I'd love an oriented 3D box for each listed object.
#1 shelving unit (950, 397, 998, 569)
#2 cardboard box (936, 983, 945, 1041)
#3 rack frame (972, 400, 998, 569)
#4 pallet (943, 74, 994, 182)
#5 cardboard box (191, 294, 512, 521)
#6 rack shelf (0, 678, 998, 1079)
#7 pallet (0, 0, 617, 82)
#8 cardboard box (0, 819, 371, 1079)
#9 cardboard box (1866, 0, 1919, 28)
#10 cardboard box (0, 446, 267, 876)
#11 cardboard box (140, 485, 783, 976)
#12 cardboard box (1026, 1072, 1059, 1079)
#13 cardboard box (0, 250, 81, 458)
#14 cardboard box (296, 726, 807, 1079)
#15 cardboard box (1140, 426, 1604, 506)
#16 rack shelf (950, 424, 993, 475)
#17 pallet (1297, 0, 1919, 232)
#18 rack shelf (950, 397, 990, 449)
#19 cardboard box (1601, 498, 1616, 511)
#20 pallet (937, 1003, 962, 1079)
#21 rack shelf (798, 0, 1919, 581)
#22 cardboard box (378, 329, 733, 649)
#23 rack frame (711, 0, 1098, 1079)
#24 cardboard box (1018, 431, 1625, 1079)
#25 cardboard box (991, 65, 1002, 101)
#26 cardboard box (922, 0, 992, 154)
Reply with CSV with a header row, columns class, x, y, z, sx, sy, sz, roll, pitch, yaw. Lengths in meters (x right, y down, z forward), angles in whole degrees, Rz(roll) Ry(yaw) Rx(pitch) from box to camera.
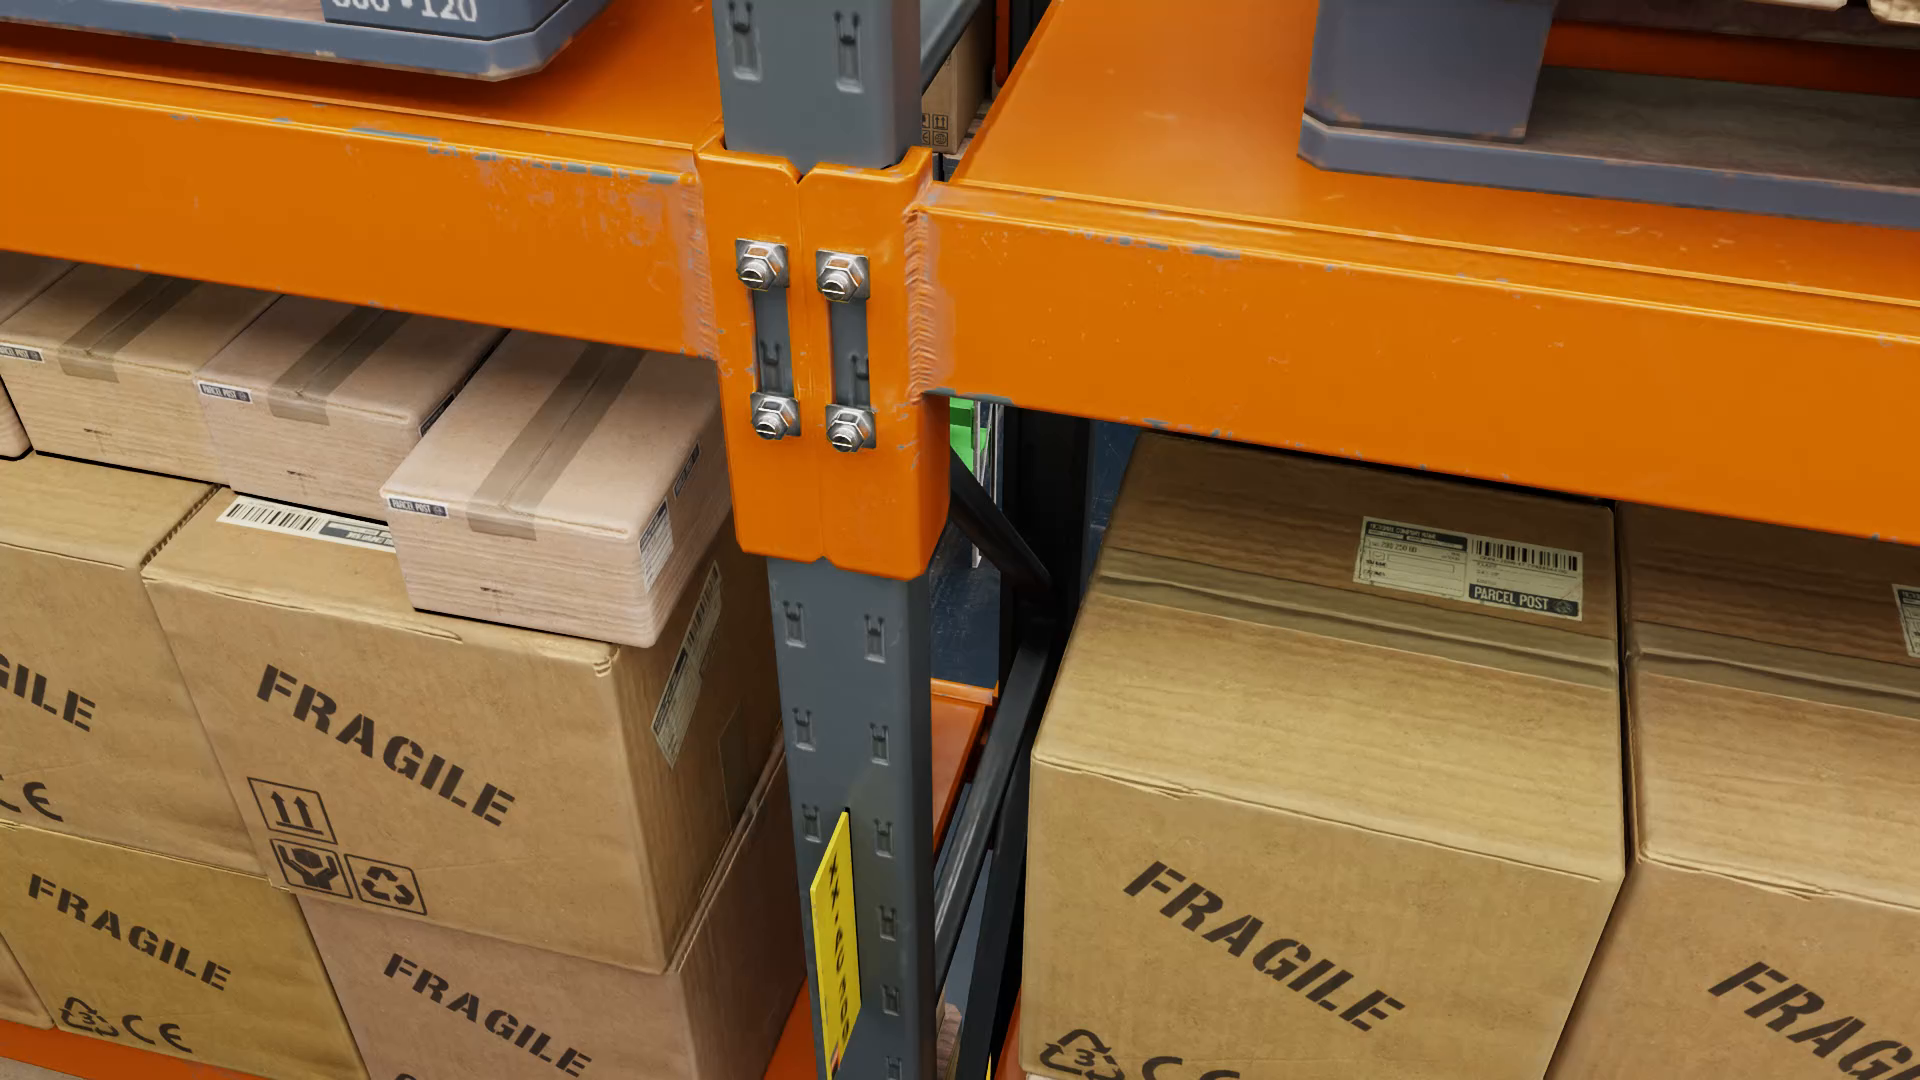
class,x,y,z,sx,sy,sz,roll,pitch,yaw
shelving unit,-0.160,-0.487,4.897,0.503,1.200,0.258,10,41,11
cardboard box,-0.561,1.084,3.292,0.875,0.438,0.875,9,41,11
rack frame,0.076,-0.446,4.849,0.015,1.200,0.240,10,41,11
pallet,0.634,-1.696,7.106,1.213,0.211,1.003,10,41,11
cardboard box,-0.589,-0.199,1.795,0.250,0.149,0.380,11,41,12
rack shelf,-1.914,0.378,3.027,4.000,0.370,1.077,10,41,11
pallet,-0.770,-0.822,1.633,1.213,0.211,1.003,10,41,11
cardboard box,-0.995,0.396,2.368,0.500,0.500,0.500,9,41,10
cardboard box,0.794,-0.586,0.879,0.500,0.500,0.500,9,41,11
cardboard box,-0.997,0.018,2.041,0.500,0.500,0.500,9,41,11
cardboard box,-0.509,0.107,1.935,0.500,0.500,0.500,9,41,11
cardboard box,0.370,0.549,1.991,0.500,0.250,0.500,9,41,10
cardboard box,-1.076,-0.278,1.889,0.250,0.149,0.380,9,41,11
cardboard box,-0.496,0.478,2.270,0.500,0.500,0.500,10,41,12
cardboard box,0.514,-0.068,2.143,0.500,0.500,0.500,11,41,13
rack shelf,-0.160,-0.254,5.092,0.480,0.148,0.258,10,41,11
pallet,0.916,-0.519,1.351,1.217,0.209,0.805,8,41,10
rack shelf,-0.160,-0.438,4.938,0.480,0.148,0.258,10,41,11
cardboard box,1.016,0.014,2.046,0.500,0.500,0.500,11,41,12
pallet,-0.696,1.328,3.505,1.213,0.211,1.003,10,41,11
rack shelf,1.950,-0.106,1.270,4.000,0.370,1.077,10,41,11
cardboard box,4.248,-0.270,3.668,8.416,2.449,5.789,9,41,11
rack frame,0.019,0.433,2.402,0.053,2.616,0.949,10,41,11
cardboard box,0.369,0.266,1.746,0.500,0.500,0.500,10,41,12
cardboard box,0.301,-2.047,7.245,0.250,0.149,0.380,9,41,11
cardboard box,-0.182,-2.018,6.938,0.500,0.500,0.700,8,41,10
